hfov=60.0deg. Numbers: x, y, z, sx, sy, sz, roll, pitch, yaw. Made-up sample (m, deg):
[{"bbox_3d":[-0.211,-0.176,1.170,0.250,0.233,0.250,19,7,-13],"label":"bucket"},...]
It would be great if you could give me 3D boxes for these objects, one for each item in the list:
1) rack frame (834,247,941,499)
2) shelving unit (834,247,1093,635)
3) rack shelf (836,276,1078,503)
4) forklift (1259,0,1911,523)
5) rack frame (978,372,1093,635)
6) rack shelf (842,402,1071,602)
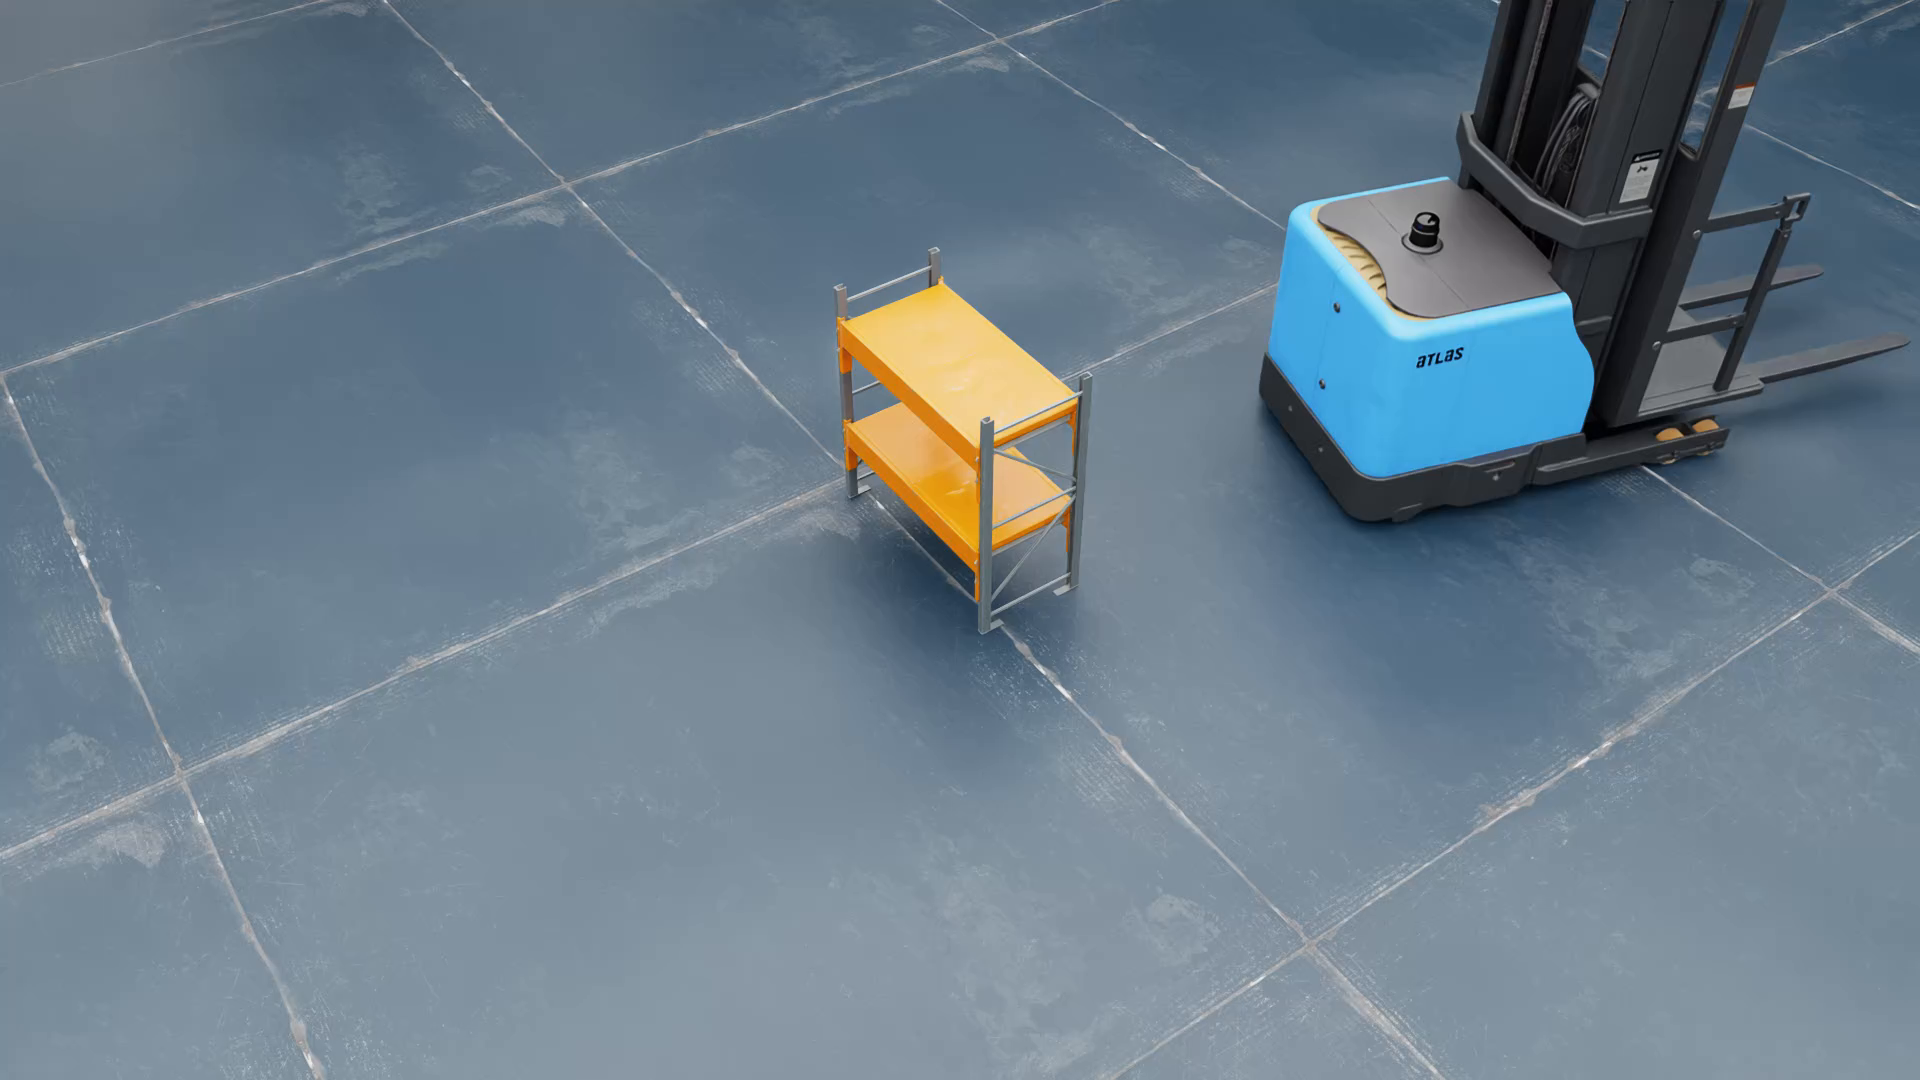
[{"bbox_3d":[-0.295,-0.699,7.158,0.500,1.125,0.032,-26,49,-24],"label":"rack frame"},{"bbox_3d":[-0.004,-0.411,6.857,0.538,1.125,1.048,-26,49,-24],"label":"shelving unit"},{"bbox_3d":[-0.004,-0.622,6.654,0.538,0.278,1.000,-26,49,-24],"label":"rack shelf"},{"bbox_3d":[2.989,-1.740,6.941,3.031,2.935,1.130,-13,45,-13],"label":"forklift"},{"bbox_3d":[0.287,-0.123,6.555,0.500,1.125,0.032,-26,49,-24],"label":"rack frame"},{"bbox_3d":[-0.004,-0.234,7.025,0.538,0.278,1.000,-26,49,-24],"label":"rack shelf"}]
